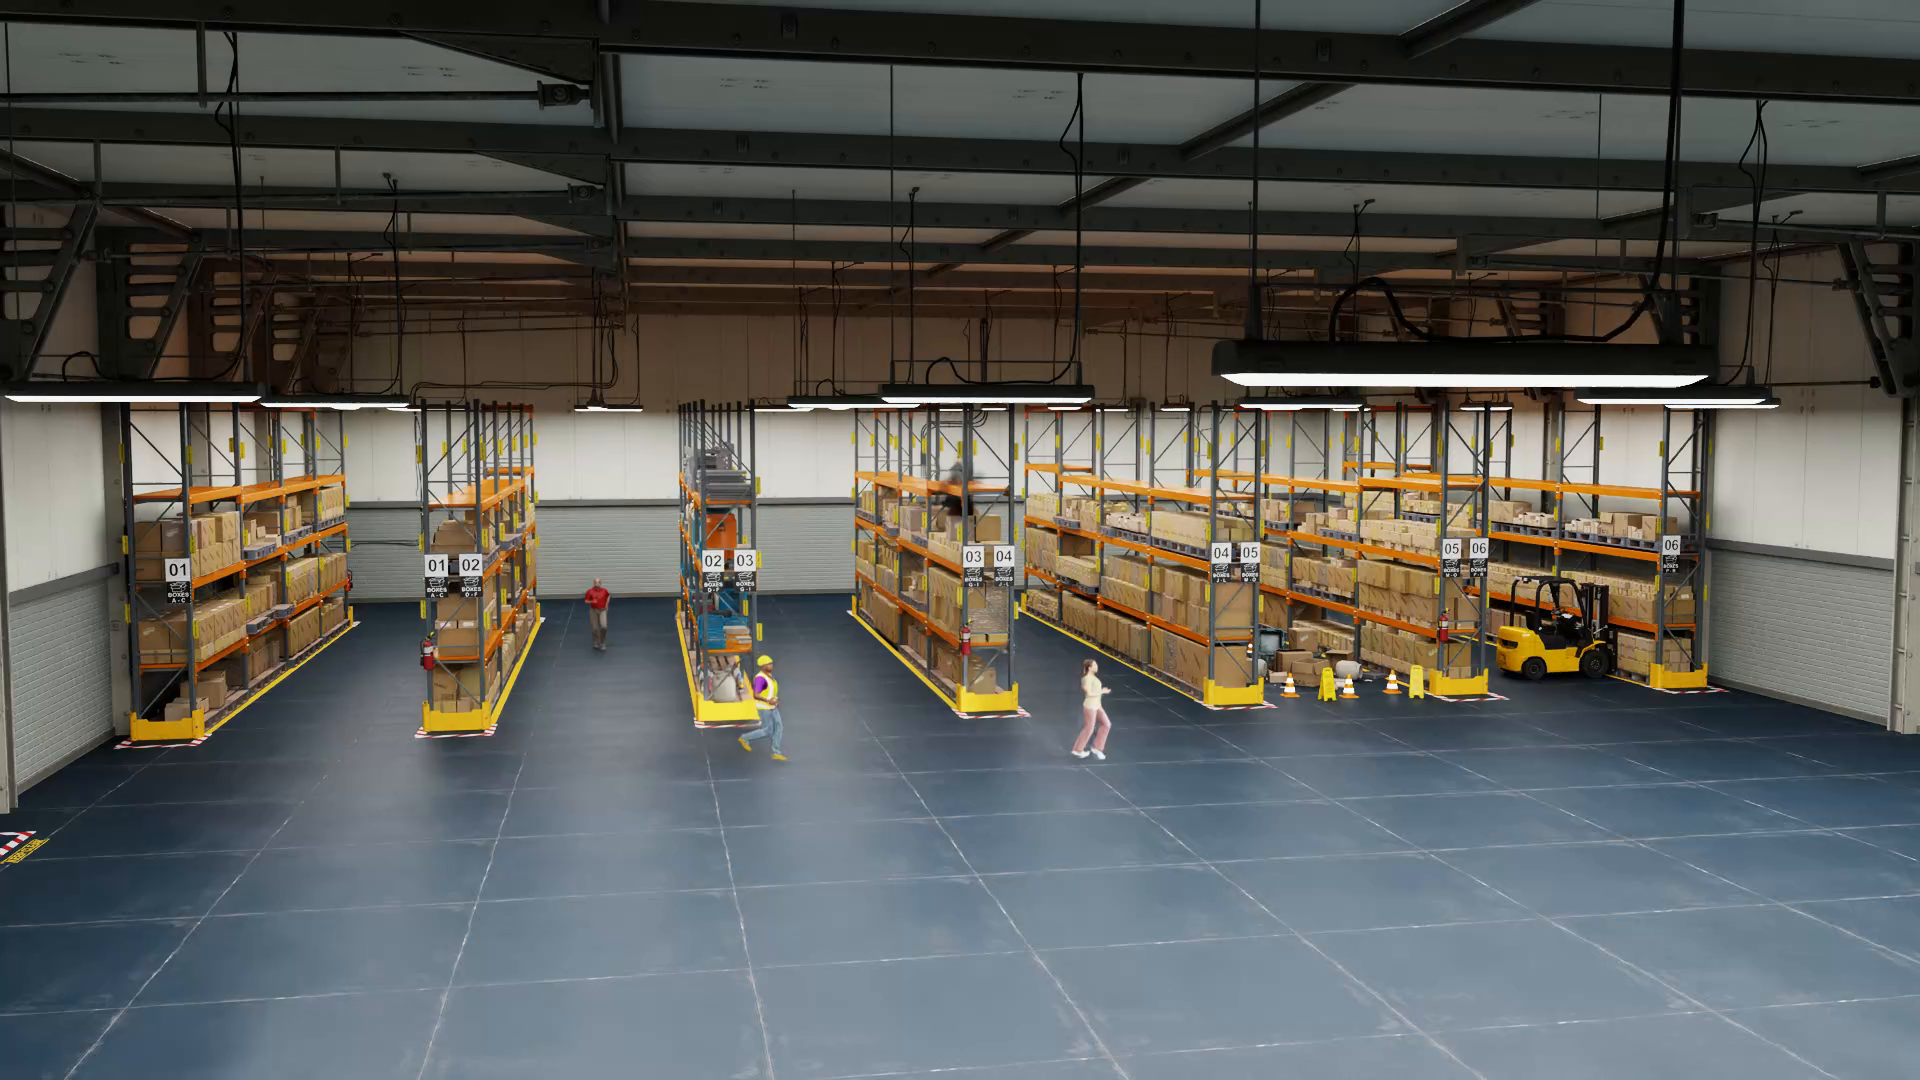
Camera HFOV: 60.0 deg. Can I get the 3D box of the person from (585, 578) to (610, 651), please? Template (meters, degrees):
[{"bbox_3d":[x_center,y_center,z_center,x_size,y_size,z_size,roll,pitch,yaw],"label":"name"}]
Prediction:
[{"bbox_3d":[-8.810,1.823,40.462,0.625,1.781,0.727,-1,5,-19],"label":"person"}]

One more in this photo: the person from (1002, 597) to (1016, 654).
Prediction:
[{"bbox_3d":[1.035,1.806,39.874,0.657,1.757,0.952,-1,4,-13],"label":"person"}]

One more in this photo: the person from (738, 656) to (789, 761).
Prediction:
[{"bbox_3d":[-3.239,2.785,27.530,0.850,1.758,0.699,1,4,12],"label":"person"}]

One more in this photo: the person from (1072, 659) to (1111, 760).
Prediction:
[{"bbox_3d":[2.187,2.811,27.560,0.670,1.705,0.558,1,5,18],"label":"person"}]
